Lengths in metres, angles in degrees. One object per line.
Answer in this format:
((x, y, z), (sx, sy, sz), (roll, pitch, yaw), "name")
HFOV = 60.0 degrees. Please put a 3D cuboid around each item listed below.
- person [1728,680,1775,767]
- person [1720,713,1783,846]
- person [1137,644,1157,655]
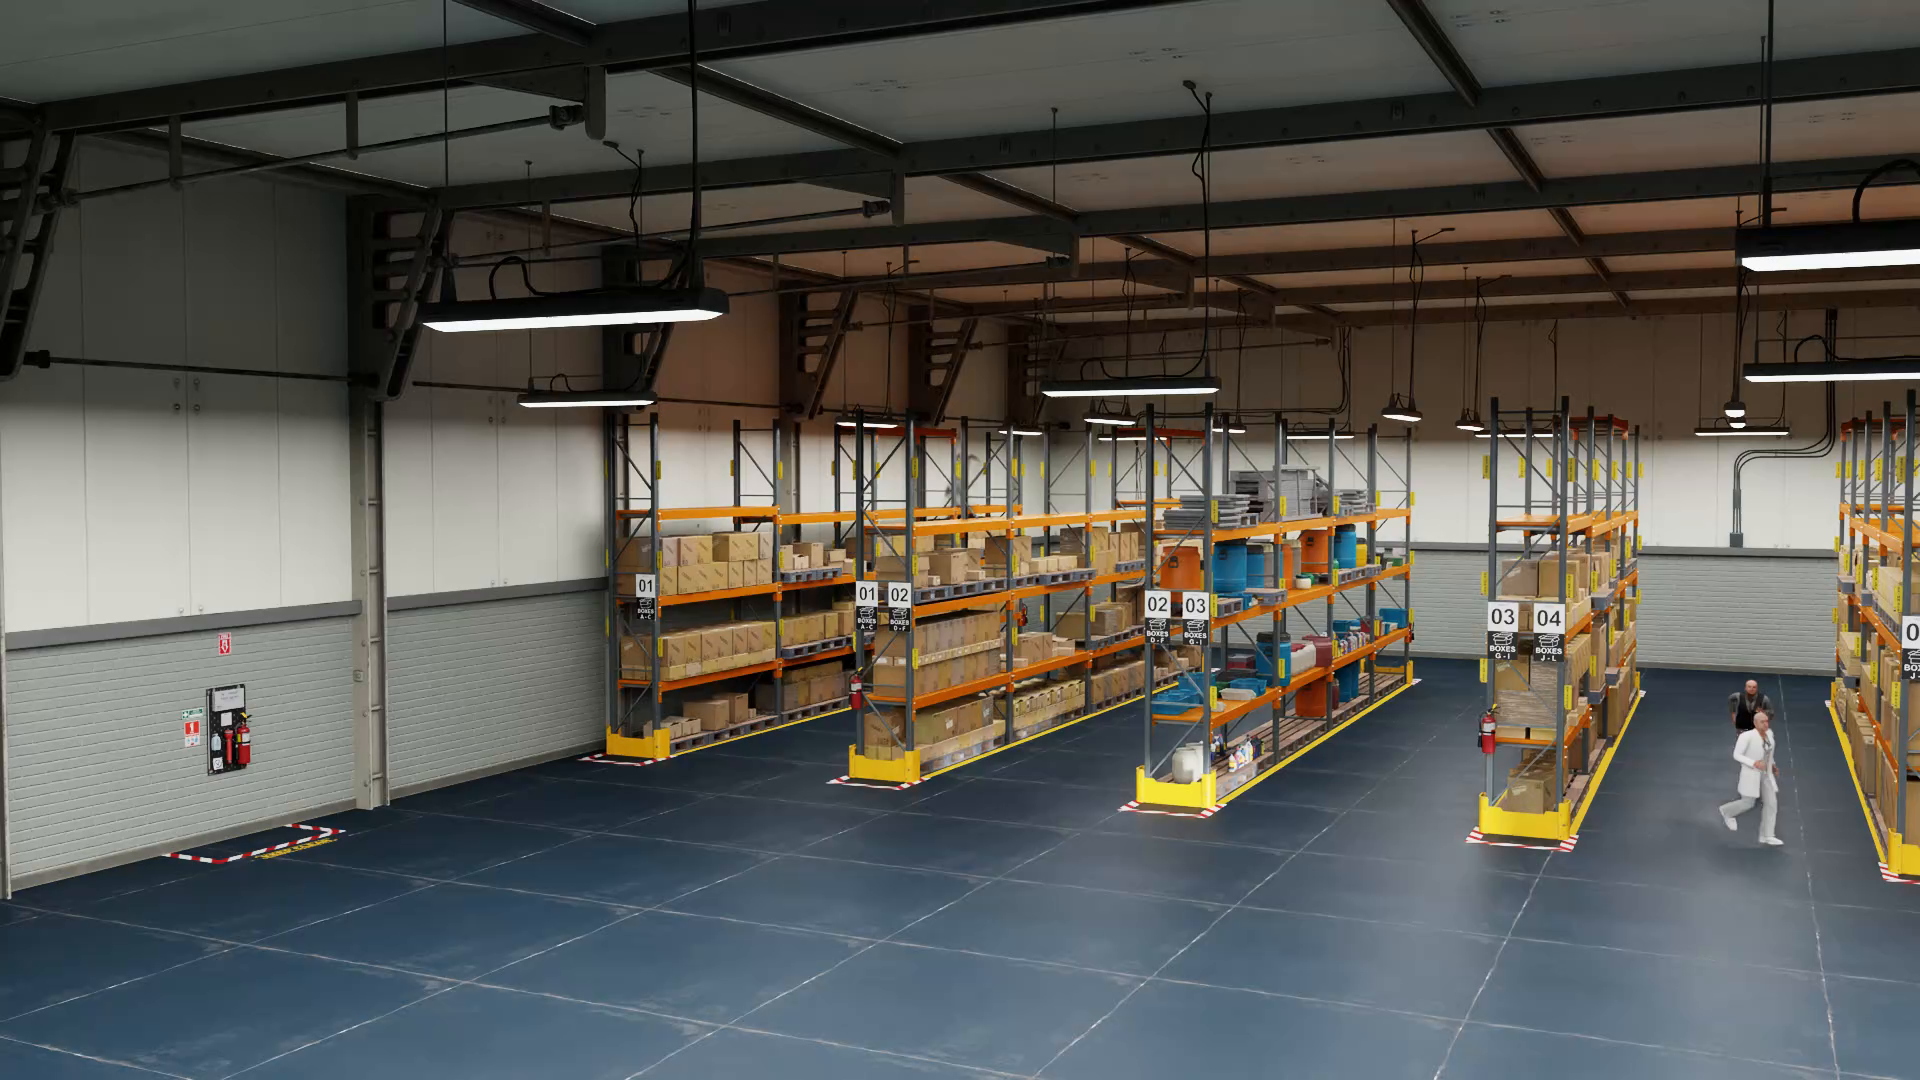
((12.538, 3.049, 26.375), (0.647, 1.699, 0.928), (1, 3, 20), "person")
((10.657, 3.172, 22.352), (0.700, 1.747, 1.049), (-1, 2, -12), "person")
((4.991, 2.292, 43.608), (0.668, 1.853, 0.865), (-2, 3, -39), "person")
